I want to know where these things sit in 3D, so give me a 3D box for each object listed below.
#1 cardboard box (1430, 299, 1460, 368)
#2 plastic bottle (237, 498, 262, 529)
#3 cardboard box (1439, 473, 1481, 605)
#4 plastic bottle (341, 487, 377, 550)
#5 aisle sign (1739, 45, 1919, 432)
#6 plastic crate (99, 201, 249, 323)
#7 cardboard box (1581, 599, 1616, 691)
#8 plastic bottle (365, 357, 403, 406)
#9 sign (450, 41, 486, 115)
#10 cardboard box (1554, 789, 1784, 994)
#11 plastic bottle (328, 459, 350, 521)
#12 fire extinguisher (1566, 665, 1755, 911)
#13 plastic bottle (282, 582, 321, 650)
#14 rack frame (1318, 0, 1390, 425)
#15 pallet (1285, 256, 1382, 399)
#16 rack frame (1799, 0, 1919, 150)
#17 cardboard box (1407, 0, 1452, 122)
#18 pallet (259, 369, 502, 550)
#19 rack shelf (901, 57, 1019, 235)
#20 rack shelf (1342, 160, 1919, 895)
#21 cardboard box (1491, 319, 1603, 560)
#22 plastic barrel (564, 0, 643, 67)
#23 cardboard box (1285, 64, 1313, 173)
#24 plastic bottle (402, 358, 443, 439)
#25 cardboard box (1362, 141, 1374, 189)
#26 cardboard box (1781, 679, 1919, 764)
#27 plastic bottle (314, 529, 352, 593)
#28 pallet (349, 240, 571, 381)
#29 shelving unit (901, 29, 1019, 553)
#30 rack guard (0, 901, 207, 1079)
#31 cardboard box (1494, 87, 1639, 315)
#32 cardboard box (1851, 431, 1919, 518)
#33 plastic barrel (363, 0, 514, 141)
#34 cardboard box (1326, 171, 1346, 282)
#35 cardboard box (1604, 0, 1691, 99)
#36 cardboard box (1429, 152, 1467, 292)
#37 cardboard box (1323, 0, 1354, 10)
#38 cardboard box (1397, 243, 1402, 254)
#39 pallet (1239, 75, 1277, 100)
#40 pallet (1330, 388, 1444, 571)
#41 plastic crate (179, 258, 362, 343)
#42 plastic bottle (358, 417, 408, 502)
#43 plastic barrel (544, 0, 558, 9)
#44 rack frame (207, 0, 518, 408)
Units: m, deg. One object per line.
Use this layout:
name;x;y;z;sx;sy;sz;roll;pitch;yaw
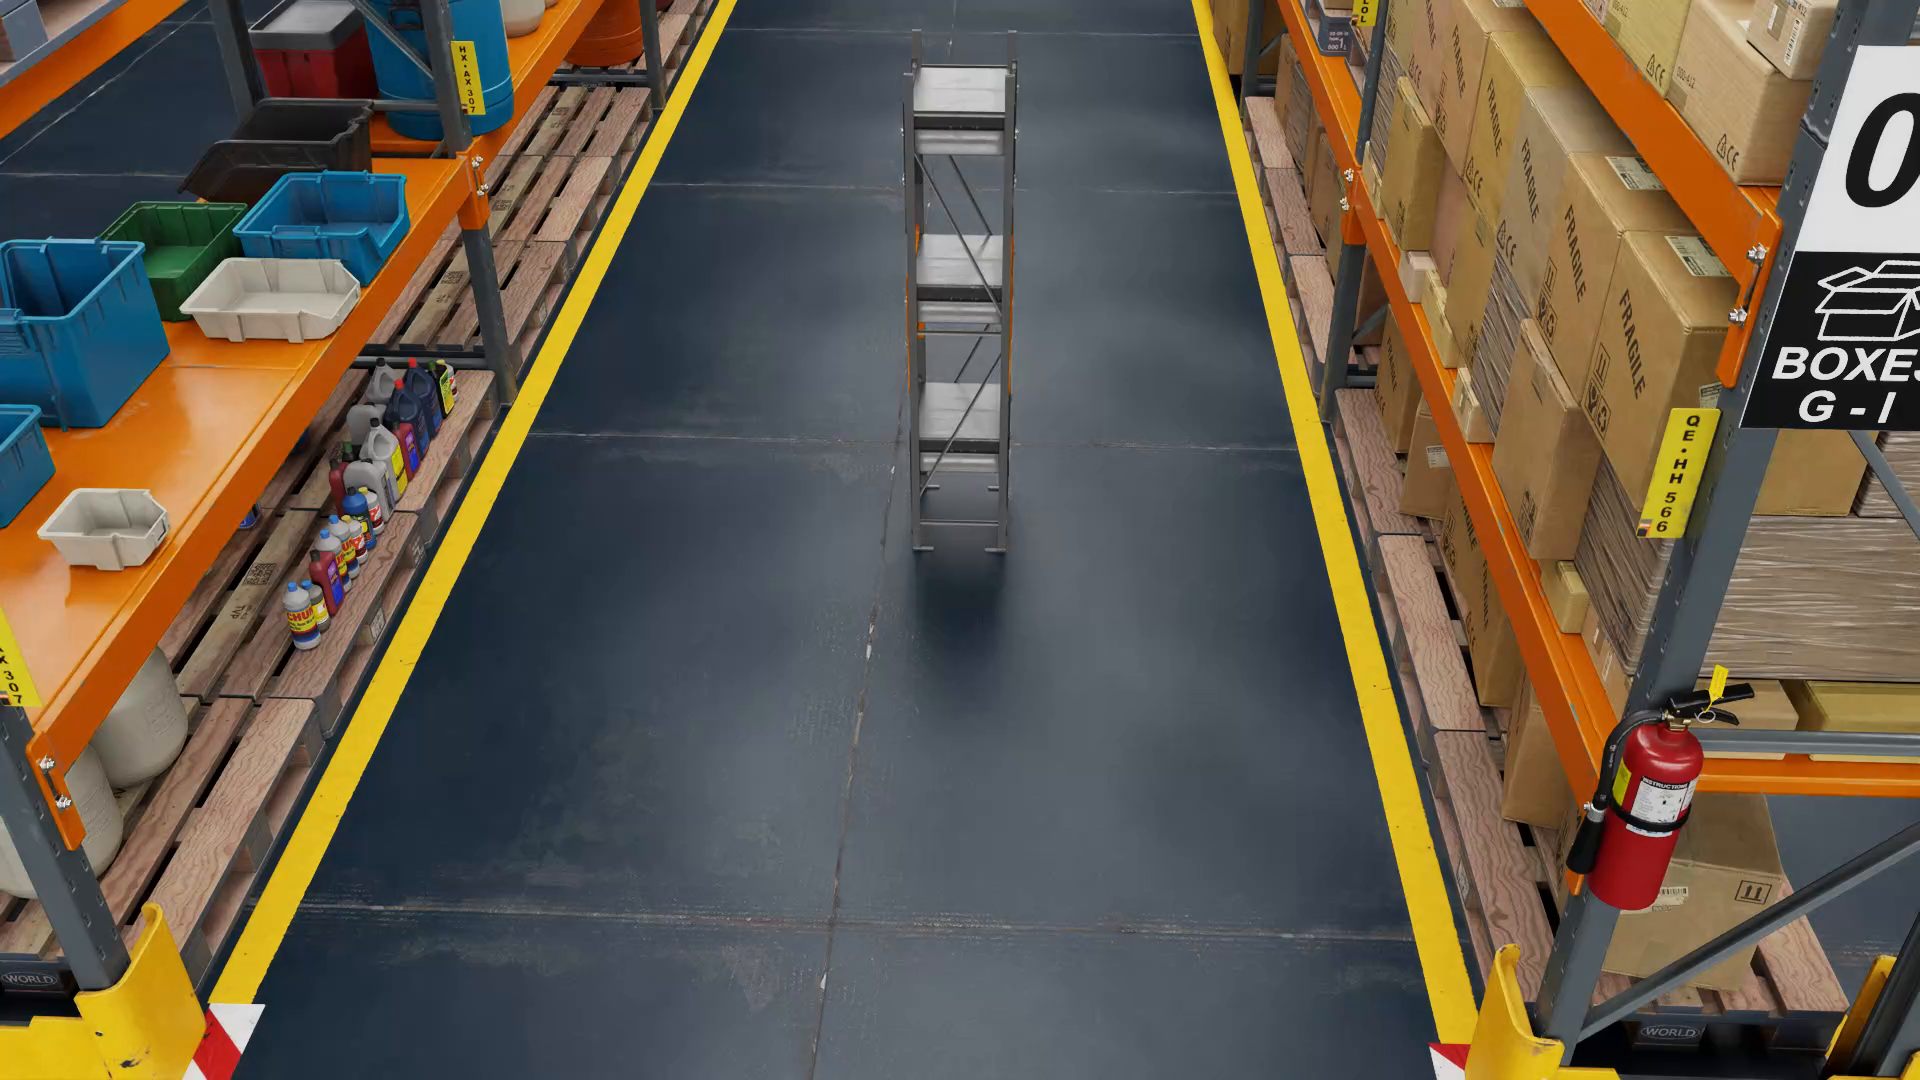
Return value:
cardboard box;1.893;-0.729;5.897;0.380;0.149;0.250;1;35;2
plastic bottle;-3.023;-0.194;6.904;0.152;0.276;0.135;1;35;2
cardboard box;2.231;-0.043;6.511;0.500;0.500;0.500;-2;35;-2
plastic bottle;-2.451;-0.096;6.767;0.097;0.271;0.097;0;35;0
aisle sign;1.786;-0.547;3.159;0.394;0.787;0.004;1;35;2
plastic crate;-3.037;-1.065;6.340;0.450;0.188;0.662;1;35;2
cardboard box;1.904;0.279;4.463;0.380;0.149;0.250;1;35;2
plastic bottle;-2.582;-0.647;7.484;0.144;0.351;0.185;1;35;2
sign;-2.151;-2.019;7.273;0.100;0.325;0.005;1;35;2
cardboard box;2.130;0.980;5.055;0.500;0.500;0.500;8;36;11
plastic bottle;-2.576;-0.230;6.948;0.061;0.283;0.133;1;35;2
fire extinguisher;1.623;0.575;3.891;0.296;0.674;0.183;1;35;2
plastic bottle;-2.477;0.275;6.240;0.097;0.271;0.097;0;35;0
rack frame;2.249;-1.810;7.217;1.000;3.000;0.127;1;35;2
pallet;2.279;-1.117;8.655;1.003;0.211;1.213;1;35;2
rack frame;2.088;-1.967;2.222;1.000;3.000;0.127;1;35;2
cardboard box;1.958;-1.842;6.047;0.500;0.500;0.500;1;35;2
pallet;-2.769;-0.399;7.634;1.003;0.211;1.213;1;35;2
rack shelf;0.007;-1.516;6.387;0.431;0.518;0.480;1;35;2
rack shelf;2.168;-0.367;5.789;1.077;0.370;4.000;1;35;2
cardboard box;2.038;-0.280;4.694;0.875;0.500;0.500;1;35;2
plastic barrel;-2.537;-3.788;11.554;0.600;0.830;0.708;1;35;2
cardboard box;2.393;-2.561;10.077;0.700;0.500;0.500;-1;35;-2
plastic bottle;-2.438;-0.644;7.479;0.144;0.351;0.185;0;35;1
cardboard box;1.940;-1.591;7.123;0.380;0.149;0.250;1;35;2
cardboard box;2.338;0.432;4.244;0.380;0.149;0.250;1;35;2
plastic bottle;-2.463;0.078;6.520;0.097;0.271;0.097;0;35;0
pallet;-2.707;-1.236;8.825;1.003;0.211;1.213;1;35;2
shelving unit;0.007;-0.954;6.782;0.431;2.100;0.503;1;35;2
rack guard;-2.905;1.351;4.892;1.175;0.500;0.348;1;35;2
cardboard box;1.900;-0.980;4.821;0.500;0.500;0.500;1;35;2
cardboard box;2.382;-0.393;3.986;0.500;0.500;0.500;1;35;2
plastic barrel;-2.382;-2.345;7.542;0.600;0.901;0.708;1;35;2
cardboard box;2.333;-1.593;8.700;0.700;0.500;0.500;1;35;2
cardboard box;1.871;-1.248;3.938;0.500;0.250;0.500;2;35;2
cardboard box;2.194;-1.140;5.917;0.875;0.500;0.500;1;35;2
cardboard box;2.226;-3.022;8.487;0.797;0.503;0.637;5;35;7
cardboard box;1.934;-1.159;6.509;0.380;0.149;0.250;1;35;2
pallet;2.516;-3.419;11.931;1.003;0.211;1.213;1;35;2
pallet;2.257;-0.283;7.469;1.003;0.211;1.213;1;35;2
plastic crate;-2.512;-0.878;6.120;0.530;0.136;0.437;1;35;2
plastic bottle;-2.459;-0.348;7.058;0.144;0.351;0.185;1;35;2
plastic barrel;-2.396;-3.195;9.069;0.433;0.535;0.433;0;35;0
rack frame;-2.700;-1.925;7.380;1.000;3.000;0.127;1;35;2
